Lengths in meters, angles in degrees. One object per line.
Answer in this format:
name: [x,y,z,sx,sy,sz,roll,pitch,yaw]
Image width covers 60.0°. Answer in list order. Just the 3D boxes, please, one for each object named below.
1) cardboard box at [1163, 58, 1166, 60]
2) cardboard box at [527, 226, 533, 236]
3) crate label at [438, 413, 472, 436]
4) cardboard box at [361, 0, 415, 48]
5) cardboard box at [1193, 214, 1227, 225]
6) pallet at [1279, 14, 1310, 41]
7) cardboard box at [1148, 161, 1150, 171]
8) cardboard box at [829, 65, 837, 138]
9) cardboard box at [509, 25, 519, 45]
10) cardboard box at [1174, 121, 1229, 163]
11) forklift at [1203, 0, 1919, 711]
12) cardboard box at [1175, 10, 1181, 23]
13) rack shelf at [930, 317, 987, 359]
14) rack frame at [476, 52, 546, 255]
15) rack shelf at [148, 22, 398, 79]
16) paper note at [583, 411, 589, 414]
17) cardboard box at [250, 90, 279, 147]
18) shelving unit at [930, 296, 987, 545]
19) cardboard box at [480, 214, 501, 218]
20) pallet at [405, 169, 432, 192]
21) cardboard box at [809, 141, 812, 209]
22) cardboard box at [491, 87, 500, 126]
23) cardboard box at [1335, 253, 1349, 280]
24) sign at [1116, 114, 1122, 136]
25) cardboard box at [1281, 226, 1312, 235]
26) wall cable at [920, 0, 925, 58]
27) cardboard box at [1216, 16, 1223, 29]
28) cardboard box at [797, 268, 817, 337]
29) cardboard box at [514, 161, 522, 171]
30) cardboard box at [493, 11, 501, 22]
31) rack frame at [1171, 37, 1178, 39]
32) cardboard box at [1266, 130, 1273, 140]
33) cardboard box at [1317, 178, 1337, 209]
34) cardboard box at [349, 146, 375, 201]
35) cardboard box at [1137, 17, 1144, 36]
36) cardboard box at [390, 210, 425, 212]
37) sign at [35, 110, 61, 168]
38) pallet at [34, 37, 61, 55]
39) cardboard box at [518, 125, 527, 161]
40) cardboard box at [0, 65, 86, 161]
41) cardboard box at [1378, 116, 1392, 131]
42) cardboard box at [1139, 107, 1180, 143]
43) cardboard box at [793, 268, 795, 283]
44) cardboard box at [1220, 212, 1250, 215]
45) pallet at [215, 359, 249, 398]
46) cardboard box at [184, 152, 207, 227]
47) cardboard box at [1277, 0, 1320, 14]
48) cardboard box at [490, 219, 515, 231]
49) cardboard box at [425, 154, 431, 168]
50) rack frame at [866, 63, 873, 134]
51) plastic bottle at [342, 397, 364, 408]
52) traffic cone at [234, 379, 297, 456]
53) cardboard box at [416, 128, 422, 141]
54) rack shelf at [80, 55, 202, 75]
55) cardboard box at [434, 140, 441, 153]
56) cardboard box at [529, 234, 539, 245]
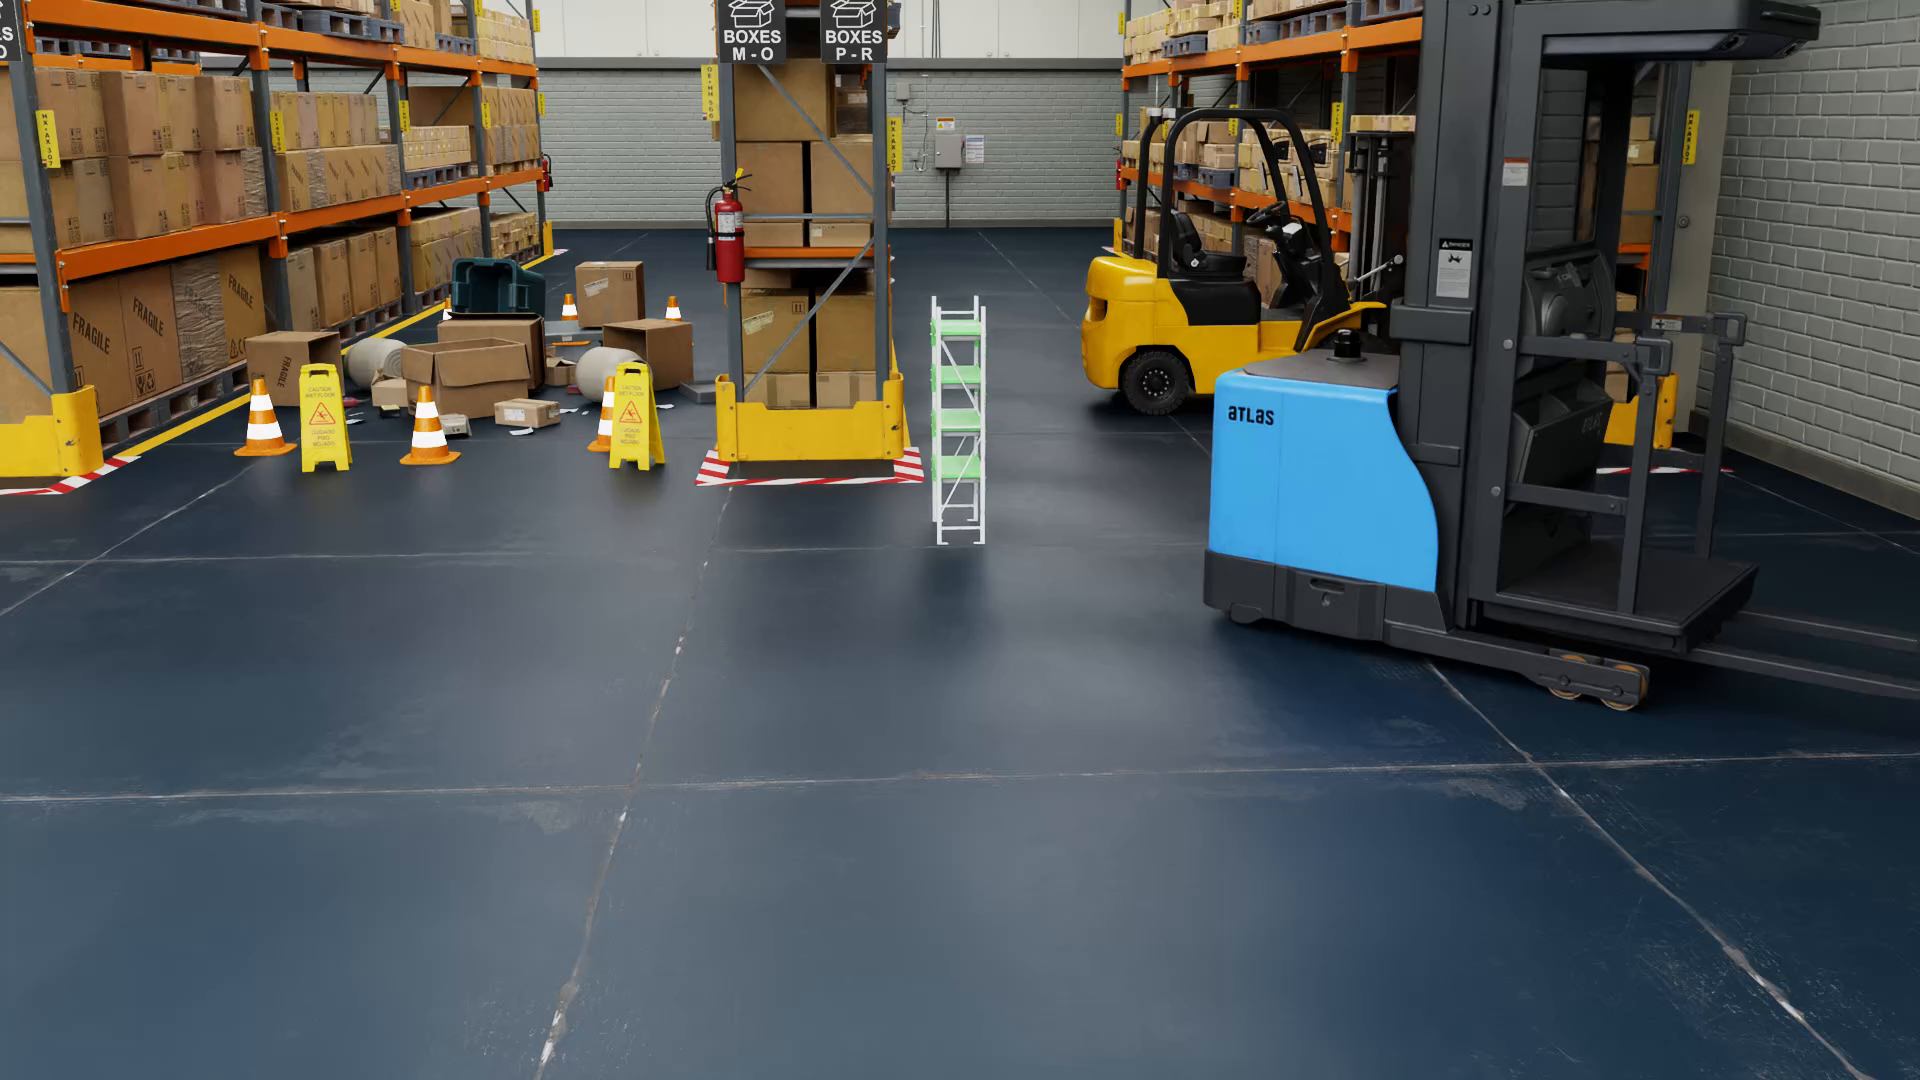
cardboard box: [2.937,-6.517,22.320,0.380,0.149,0.250,-1,14,-4]
cardboard box: [-6.519,-4.567,24.536,0.380,0.149,0.250,-1,15,-6]
crate label: [-3.456,-0.772,11.251,0.250,0.136,0.298,-9,17,-32]
cardboard box: [-6.144,-5.513,17.715,0.500,0.500,0.500,-1,14,-3]
cardboard box: [3.175,-4.054,21.137,0.380,0.149,0.250,-1,14,-4]
pallet: [3.717,-4.961,16.147,1.003,0.211,1.213,0,14,-1]
cardboard box: [2.916,-5.378,23.912,0.380,0.149,0.250,-1,14,-4]
cardboard box: [-1.245,-3.156,11.968,0.700,0.500,0.500,-1,14,-4]
cardboard box: [-6.526,-7.113,23.429,0.500,0.250,0.500,-1,14,-3]
cardboard box: [3.105,-5.039,21.049,0.700,0.500,0.500,-1,14,-3]
forklift: [2.521,-0.943,6.310,3.031,2.935,1.130,11,18,37]
cardboard box: [2.908,-6.557,20.835,0.380,0.149,0.250,-1,14,-4]
rack shelf: [-0.010,-1.025,8.433,0.258,0.148,0.480,-1,14,-3]
rack frame: [-6.870,-5.856,25.266,1.000,3.000,0.127,-1,14,-3]
rack shelf: [-6.251,-4.473,15.316,1.077,0.370,4.000,-1,14,-3]
paper note: [-2.727,-0.927,12.110,0.032,0.001,0.123,-1,14,-3]
cardboard box: [-6.163,-3.527,14.009,0.700,0.500,0.500,-1,14,-4]
shelving unit: [-0.010,-0.622,8.537,0.258,1.200,0.503,-1,14,-3]
cardboard box: [-7.040,-4.764,24.708,0.380,0.149,0.250,-1,14,-2]
pallet: [-6.525,-3.949,18.239,1.213,0.211,1.003,-1,14,-3]
cardboard box: [-1.320,-2.677,12.113,0.500,0.500,0.500,-1,14,-3]
cardboard box: [-6.454,-5.782,22.176,0.500,0.500,0.500,-1,14,-5]
cardboard box: [3.478,-2.281,14.042,0.500,0.250,0.500,-1,14,-4]
sign: [2.476,-6.446,25.821,0.100,0.325,0.005,-1,14,-3]
cardboard box: [3.792,-3.487,18.930,0.380,0.149,0.250,0,14,-1]
wall cable: [-1.819,-10.284,30.437,2.355,3.000,0.029,-1,14,-3]
cardboard box: [3.198,-6.023,19.398,0.380,0.149,0.250,0,14,-2]
cardboard box: [-1.350,-1.795,12.654,0.500,0.500,0.500,0,14,-1]
cardboard box: [-6.533,-5.404,24.013,0.380,0.149,0.250,-2,15,-6]
cardboard box: [-6.432,-7.080,22.501,0.380,0.149,0.250,0,14,-1]
rack frame: [3.266,-7.945,21.348,1.000,3.000,0.127,-1,14,-3]
cardboard box: [3.328,-4.129,17.053,0.380,0.149,0.250,-1,14,-3]
cardboard box: [3.469,-3.099,14.853,0.500,0.250,0.500,-1,14,-2]
cardboard box: [-6.018,-3.558,16.136,0.500,0.500,0.500,-1,14,-4]
cardboard box: [2.852,-7.435,24.086,0.500,0.250,0.500,-1,14,-4]
cardboard box: [-6.805,-3.897,20.320,0.500,0.250,0.500,0,14,-2]
sign: [-5.325,-2.341,9.710,0.100,0.325,0.005,-1,14,-3]
pallet: [-11.473,-5.942,19.966,0.805,0.209,1.217,-1,15,-6]
cardboard box: [-6.518,-5.686,23.810,0.500,0.500,0.500,-1,14,-3]
cardboard box: [-5.863,-2.565,10.008,0.875,0.550,0.550,-1,14,-3]
cardboard box: [3.530,-3.281,13.158,0.380,0.149,0.250,-1,14,-2]
cardboard box: [2.871,-5.979,23.945,0.500,0.500,0.500,-1,14,-2]
cardboard box: [-1.357,-1.875,11.664,0.380,0.149,0.250,-1,14,-3]
cardboard box: [3.598,-4.195,21.681,0.380,0.149,0.250,-1,14,-3]
pallet: [-6.158,-1.331,13.274,1.003,0.211,1.213,-1,14,-3]
cardboard box: [-6.119,-2.580,12.233,0.875,0.550,0.550,-1,14,-3]
cardboard box: [3.378,-5.361,16.079,0.500,0.500,0.500,-1,14,-2]
cardboard box: [-6.508,-4.450,23.486,0.380,0.149,0.250,-1,14,-3]
cardboard box: [-6.272,-4.329,18.995,0.380,0.149,0.250,0,14,-2]
rack frame: [-1.192,-2.973,14.061,1.000,3.000,0.127,-1,14,-3]
plastic bottle: [-4.595,-1.023,12.378,0.283,0.061,0.133,-6,16,-23]
traffic cone: [-4.494,-0.802,10.715,0.336,0.463,0.334,-1,14,-3]
cardboard box: [-6.256,-4.548,18.649,0.380,0.149,0.250,-1,15,-6]
rack shelf: [-11.703,-6.411,22.848,1.077,0.370,4.000,-1,14,-3]
cardboard box: [-6.306,-4.603,19.459,0.380,0.149,0.250,0,14,-1]
cardboard box: [-6.512,-4.488,24.830,0.380,0.149,0.250,0,14,-2]
